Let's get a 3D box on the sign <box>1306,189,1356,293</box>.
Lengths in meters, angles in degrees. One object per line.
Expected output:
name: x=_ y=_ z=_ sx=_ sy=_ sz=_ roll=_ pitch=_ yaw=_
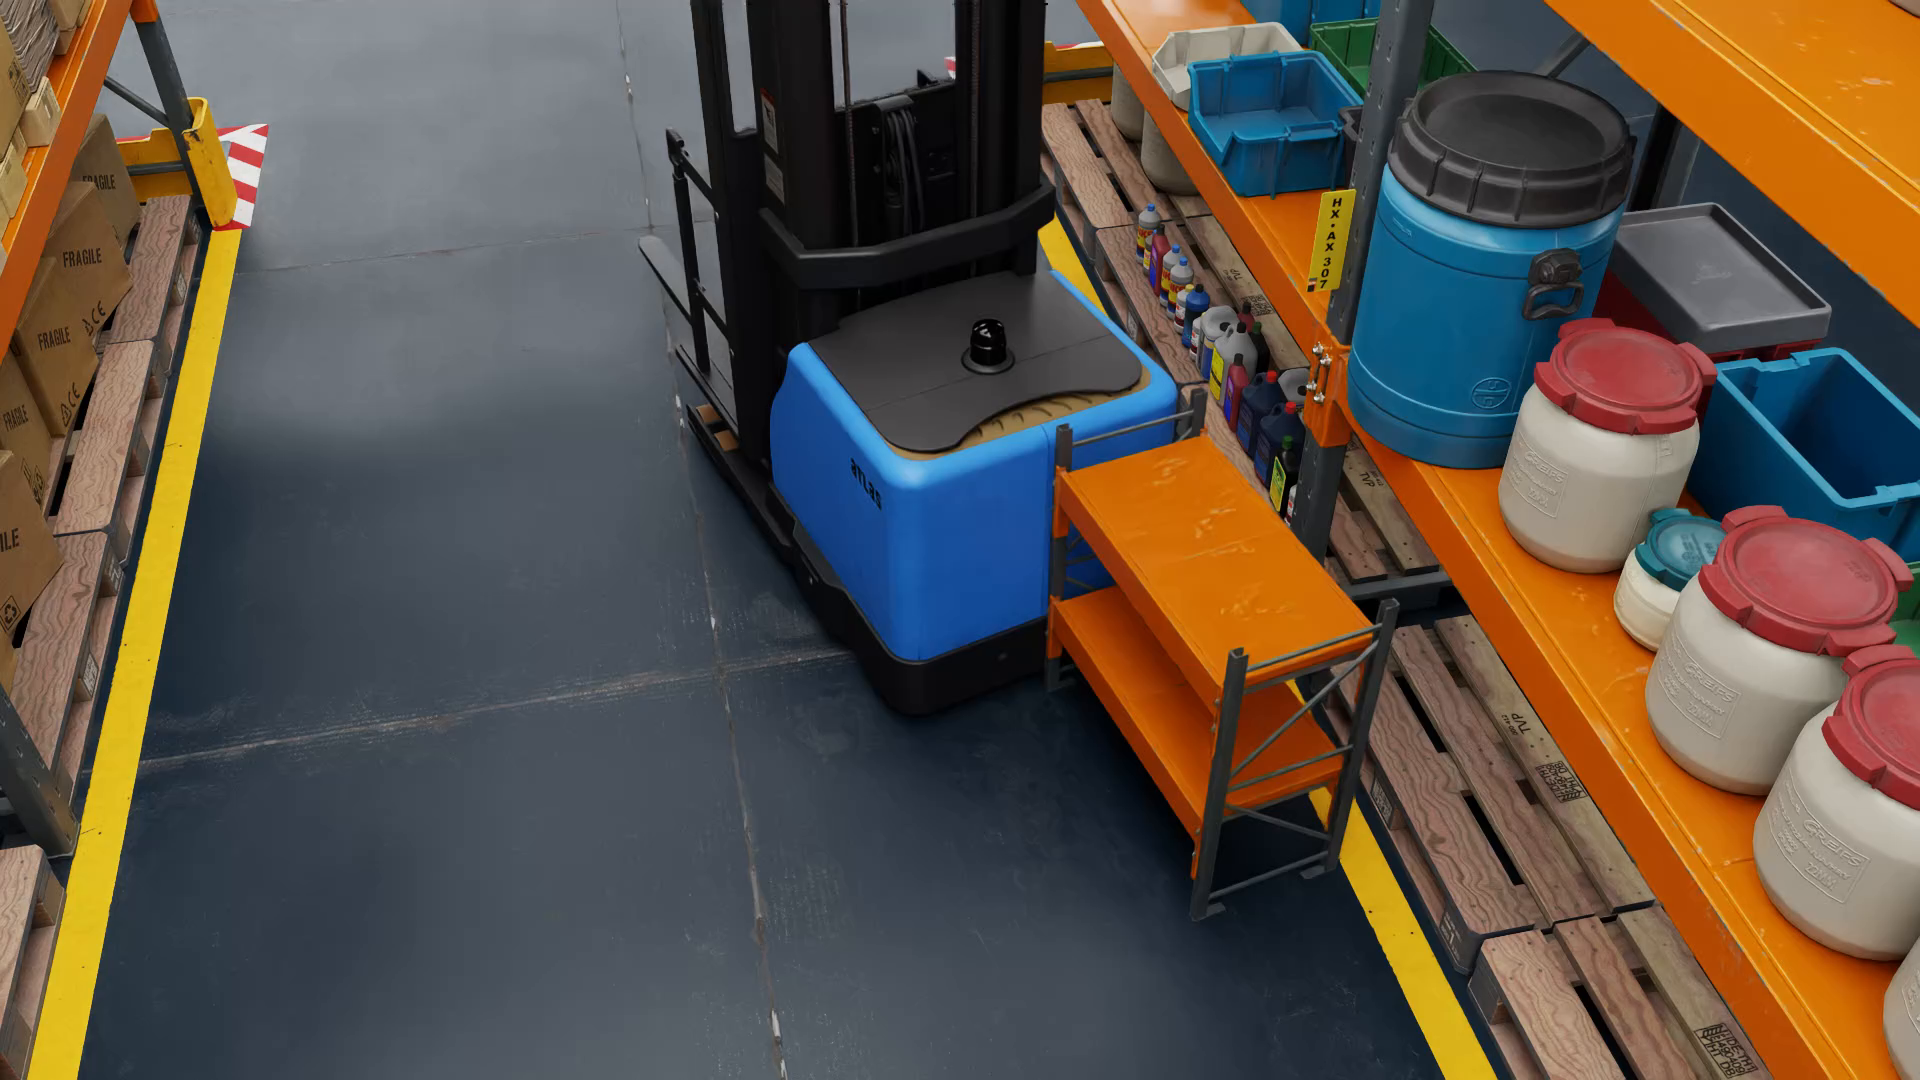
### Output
sign: x=1.057 y=-0.849 z=4.739 sx=0.100 sy=0.325 sz=0.005 roll=-8 pitch=42 yaw=-9

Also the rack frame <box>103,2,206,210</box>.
rack frame: x=-4.103 y=-2.701 z=7.033 sx=1.000 sy=3.000 sz=0.127 roll=-8 pitch=42 yaw=-9

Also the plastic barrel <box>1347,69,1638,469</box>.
plastic barrel: x=1.384 y=-0.711 z=4.414 sx=0.600 sy=0.901 sz=0.708 roll=-8 pitch=42 yaw=-9

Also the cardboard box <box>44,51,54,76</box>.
cardboard box: x=-3.630 y=-1.803 z=6.210 sx=0.380 sy=0.149 sz=0.250 roll=-8 pitch=42 yaw=-9

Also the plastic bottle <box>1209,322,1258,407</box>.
plastic bottle: x=1.065 y=-0.701 z=6.445 sx=0.144 sy=0.351 sz=0.185 roll=-9 pitch=42 yaw=-10

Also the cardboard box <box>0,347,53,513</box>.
cardboard box: x=-3.629 y=-0.356 z=5.959 sx=0.500 sy=0.500 sz=0.500 roll=-12 pitch=43 yaw=-13

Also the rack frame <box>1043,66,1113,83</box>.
rack frame: x=0.733 y=-3.410 z=7.832 sx=1.000 sy=3.000 sz=0.127 roll=-8 pitch=42 yaw=-9

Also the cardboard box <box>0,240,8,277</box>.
cardboard box: x=-3.192 y=-0.847 z=5.134 sx=0.380 sy=0.149 sz=0.250 roll=-8 pitch=42 yaw=-9

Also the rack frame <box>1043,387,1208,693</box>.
rack frame: x=0.521 y=0.026 z=5.373 sx=0.500 sy=1.125 sz=0.032 roll=-16 pitch=44 yaw=-17

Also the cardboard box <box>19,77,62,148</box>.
cardboard box: x=-3.414 y=-1.494 z=5.863 sx=0.380 sy=0.149 sz=0.250 roll=-8 pitch=42 yaw=-9

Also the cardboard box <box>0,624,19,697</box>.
cardboard box: x=-3.287 y=0.405 z=5.101 sx=0.500 sy=0.500 sz=0.500 roll=-10 pitch=42 yaw=-11

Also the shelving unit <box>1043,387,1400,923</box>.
shelving unit: x=0.721 y=0.336 z=5.024 sx=0.538 sy=1.125 sz=1.048 roll=-16 pitch=44 yaw=-17

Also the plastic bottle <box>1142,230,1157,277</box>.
plastic bottle: x=0.842 y=-1.241 z=7.166 sx=0.097 sy=0.201 sz=0.097 roll=0 pitch=42 yaw=0

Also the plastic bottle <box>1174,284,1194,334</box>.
plastic bottle: x=0.937 y=-0.957 z=6.845 sx=0.097 sy=0.201 sz=0.097 roll=0 pitch=42 yaw=0

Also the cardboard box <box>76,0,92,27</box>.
cardboard box: x=-3.683 y=-2.135 z=6.585 sx=0.380 sy=0.149 sz=0.250 roll=-8 pitch=42 yaw=-9

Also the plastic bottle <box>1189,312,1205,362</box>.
plastic bottle: x=0.981 y=-0.824 z=6.695 sx=0.097 sy=0.201 sz=0.097 roll=0 pitch=42 yaw=0

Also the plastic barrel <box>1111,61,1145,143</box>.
plastic barrel: x=0.950 y=-2.221 z=8.051 sx=0.421 sy=0.512 sz=0.421 roll=0 pitch=42 yaw=0

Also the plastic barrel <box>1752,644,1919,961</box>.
plastic barrel: x=1.840 y=0.539 z=3.281 sx=0.433 sy=0.535 sz=0.433 roll=0 pitch=42 yaw=0

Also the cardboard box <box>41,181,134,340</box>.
cardboard box: x=-3.822 y=-1.133 z=6.834 sx=0.500 sy=0.500 sz=0.500 roll=2 pitch=42 yaw=2

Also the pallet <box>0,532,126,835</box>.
pallet: x=-3.419 y=0.505 z=5.522 sx=1.003 sy=0.211 sz=1.213 roll=-8 pitch=42 yaw=-9

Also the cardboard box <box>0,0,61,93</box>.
cardboard box: x=-3.721 y=-1.852 z=5.777 sx=0.875 sy=0.500 sz=0.500 roll=-8 pitch=42 yaw=-9

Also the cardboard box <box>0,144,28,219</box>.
cardboard box: x=-3.329 y=-1.167 z=5.494 sx=0.380 sy=0.149 sz=0.250 roll=-8 pitch=42 yaw=-9

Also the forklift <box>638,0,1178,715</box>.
forklift: x=-0.433 y=-1.491 z=5.722 sx=1.130 sy=2.935 sz=3.031 roll=-19 pitch=45 yaw=-20

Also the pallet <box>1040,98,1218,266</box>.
pallet: x=0.965 y=-1.798 z=8.116 sx=1.003 sy=0.211 sz=1.213 roll=-8 pitch=42 yaw=-9

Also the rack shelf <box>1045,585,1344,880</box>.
rack shelf: x=0.721 y=0.519 z=5.186 sx=0.538 sy=0.278 sz=1.000 roll=-16 pitch=44 yaw=-17

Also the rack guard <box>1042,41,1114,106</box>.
rack guard: x=0.795 y=-2.433 z=8.614 sx=1.175 sy=0.500 sz=0.348 roll=-8 pitch=42 yaw=-9

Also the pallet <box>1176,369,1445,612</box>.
pallet: x=1.492 y=-0.216 z=6.334 sx=1.003 sy=0.211 sz=1.213 roll=-8 pitch=42 yaw=-9

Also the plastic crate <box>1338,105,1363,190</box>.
plastic crate: x=1.607 y=-1.152 z=5.335 sx=0.767 sy=0.338 sz=0.504 roll=-8 pitch=42 yaw=-9

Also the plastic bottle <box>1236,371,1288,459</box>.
plastic bottle: x=1.134 y=-0.492 z=6.209 sx=0.144 sy=0.351 sz=0.185 roll=-10 pitch=43 yaw=-11

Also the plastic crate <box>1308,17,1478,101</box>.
plastic crate: x=1.579 y=-1.659 z=6.019 sx=0.450 sy=0.188 sz=0.662 roll=-8 pitch=42 yaw=-9

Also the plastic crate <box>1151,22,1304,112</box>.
plastic crate: x=0.998 y=-1.735 z=6.144 sx=0.530 sy=0.136 sz=0.437 roll=-8 pitch=42 yaw=-9

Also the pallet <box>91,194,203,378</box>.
pallet: x=-3.946 y=-1.077 z=7.304 sx=1.003 sy=0.211 sz=1.213 roll=-8 pitch=42 yaw=-9

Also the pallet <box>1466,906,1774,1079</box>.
pallet: x=2.070 y=1.521 z=4.377 sx=1.003 sy=0.211 sz=1.213 roll=-8 pitch=42 yaw=-9

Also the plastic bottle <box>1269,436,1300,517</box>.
plastic bottle: x=1.170 y=-0.231 z=5.965 sx=0.061 sy=0.283 sz=0.133 roll=-6 pitch=42 yaw=-7

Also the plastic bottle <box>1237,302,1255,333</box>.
plastic bottle: x=1.137 y=-0.798 z=6.604 sx=0.061 sy=0.283 sz=0.133 roll=-8 pitch=42 yaw=-9

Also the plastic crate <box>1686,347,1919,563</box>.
plastic crate: x=2.138 y=-0.141 z=4.162 sx=0.392 sy=0.384 sz=0.575 roll=-8 pitch=42 yaw=-9

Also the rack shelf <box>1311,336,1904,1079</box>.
rack shelf: x=2.028 y=0.748 z=3.690 sx=1.077 sy=0.370 sz=4.000 roll=-8 pitch=42 yaw=-9

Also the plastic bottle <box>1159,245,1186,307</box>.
plastic bottle: x=0.894 y=-1.113 z=6.968 sx=0.097 sy=0.271 sz=0.097 roll=0 pitch=42 yaw=0

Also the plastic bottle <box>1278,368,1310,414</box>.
plastic bottle: x=1.274 y=-0.502 z=6.276 sx=0.152 sy=0.276 sz=0.135 roll=-8 pitch=42 yaw=-9

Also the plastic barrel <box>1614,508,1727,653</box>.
plastic barrel: x=1.732 y=0.114 z=3.966 sx=0.301 sy=0.262 sz=0.301 roll=0 pitch=42 yaw=0
